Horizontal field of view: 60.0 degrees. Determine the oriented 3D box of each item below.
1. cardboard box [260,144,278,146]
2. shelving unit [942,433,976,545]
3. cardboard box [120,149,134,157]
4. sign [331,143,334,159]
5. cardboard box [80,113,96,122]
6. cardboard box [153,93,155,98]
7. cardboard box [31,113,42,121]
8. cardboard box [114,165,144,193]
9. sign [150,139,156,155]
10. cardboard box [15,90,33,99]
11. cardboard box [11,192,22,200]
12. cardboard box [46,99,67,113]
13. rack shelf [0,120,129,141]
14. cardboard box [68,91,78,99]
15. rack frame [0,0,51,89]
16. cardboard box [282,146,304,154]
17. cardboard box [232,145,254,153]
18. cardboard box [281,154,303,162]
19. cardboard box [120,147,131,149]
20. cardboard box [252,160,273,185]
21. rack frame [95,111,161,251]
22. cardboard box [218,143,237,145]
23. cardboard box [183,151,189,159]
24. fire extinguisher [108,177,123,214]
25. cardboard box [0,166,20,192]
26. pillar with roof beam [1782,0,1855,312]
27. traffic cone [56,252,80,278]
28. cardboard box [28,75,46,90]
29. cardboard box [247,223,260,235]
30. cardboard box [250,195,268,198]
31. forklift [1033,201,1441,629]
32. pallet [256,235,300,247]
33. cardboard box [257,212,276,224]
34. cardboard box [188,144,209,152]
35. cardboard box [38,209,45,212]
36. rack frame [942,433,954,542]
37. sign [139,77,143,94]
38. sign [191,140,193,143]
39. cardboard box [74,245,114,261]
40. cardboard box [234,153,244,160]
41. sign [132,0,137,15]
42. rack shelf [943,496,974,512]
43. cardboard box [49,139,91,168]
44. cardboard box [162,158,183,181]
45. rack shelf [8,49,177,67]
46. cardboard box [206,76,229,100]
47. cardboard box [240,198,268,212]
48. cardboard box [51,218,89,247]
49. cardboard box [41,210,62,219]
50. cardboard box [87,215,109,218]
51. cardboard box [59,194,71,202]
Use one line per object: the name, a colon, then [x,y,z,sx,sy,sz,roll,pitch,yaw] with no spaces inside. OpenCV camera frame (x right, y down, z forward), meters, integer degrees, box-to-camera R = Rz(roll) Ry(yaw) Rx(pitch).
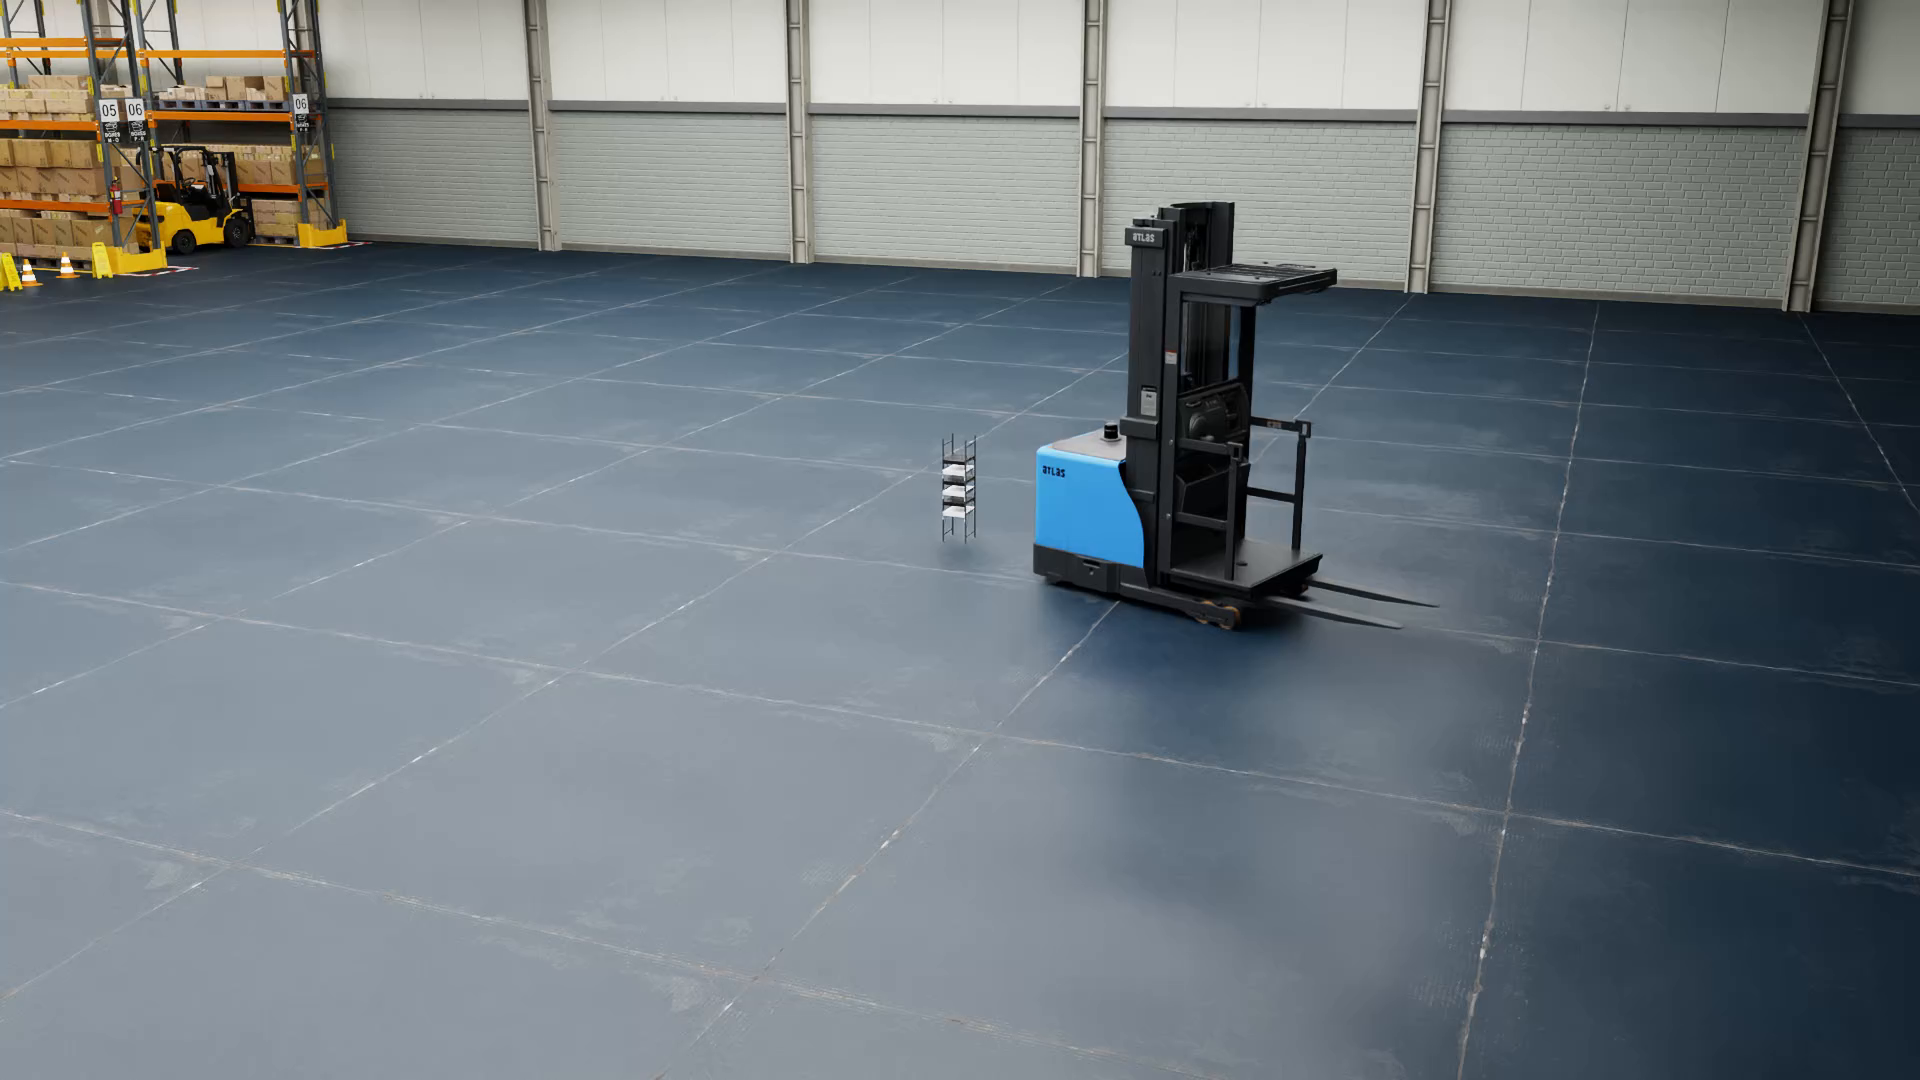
cardboard box: [-15.196,-8.640,36.679,0.250,0.149,0.380,7,18,22]
shelving unit: [-0.008,-0.433,14.051,0.210,0.900,0.258,6,17,21]
cardboard box: [-18.869,-8.739,37.552,0.250,0.149,0.380,6,17,19]
sign: [-13.792,-8.537,36.504,0.005,0.325,0.100,6,17,21]
cardboard box: [-16.253,-7.936,31.199,0.250,0.149,0.380,6,17,21]
cardboard box: [-18.439,-10.056,37.570,0.250,0.149,0.380,6,17,21]
cardboard box: [-17.434,-8.074,31.675,0.250,0.149,0.380,6,17,19]
cardboard box: [-16.157,-6.963,32.066,0.500,0.500,0.500,6,17,20]
sign: [-17.912,-8.725,36.913,0.005,0.325,0.100,6,17,21]
cardboard box: [-17.680,-8.461,31.578,0.250,0.149,0.380,7,18,22]
cardboard box: [-18.178,-6.692,32.294,0.250,0.149,0.380,6,17,21]
cardboard box: [-16.856,-8.201,31.398,0.500,0.250,0.500,6,17,20]
rack shelf: [-17.679,-7.952,32.093,4.000,0.370,1.077,6,17,21]
cardboard box: [-16.467,-8.349,31.193,0.250,0.149,0.380,7,17,22]
rack frame: [-21.443,-11.639,38.125,0.127,3.000,1.000,6,17,21]
cardboard box: [-14.411,-8.424,35.934,0.250,0.149,0.380,6,17,21]
cardboard box: [-15.635,-8.529,36.294,0.250,0.149,0.380,7,17,22]
cardboard box: [-14.426,-8.262,35.910,0.250,0.149,0.380,7,17,21]
cardboard box: [-19.137,-8.944,38.259,0.250,0.149,0.380,6,17,20]
cardboard box: [-15.034,-8.025,36.258,0.500,0.500,0.500,7,18,22]
rack frame: [-15.819,-6.652,31.706,0.127,3.000,1.000,6,17,21]
cardboard box: [-16.355,-8.796,37.215,0.250,0.149,0.380,6,17,20]
cardboard box: [-17.028,-8.562,36.943,0.250,0.149,0.380,6,17,21]
fire extinguisher: [-15.881,-6.484,31.265,0.183,0.674,0.296,6,17,21]
cardboard box: [-18.295,-7.035,32.312,0.500,0.500,0.500,6,17,20]
pillar with roof beam: [12.010,-6.940,21.939,0.400,9.000,9.100,6,17,21]
traffic cone: [-16.692,-5.143,31.059,0.334,0.463,0.336,6,17,21]
cardboard box: [-20.858,-10.359,37.984,0.500,0.500,0.500,6,17,21]
cardboard box: [-15.475,-6.894,36.718,0.500,0.250,0.500,6,17,21]
cardboard box: [-15.780,-7.558,37.211,0.500,0.250,0.500,6,17,20]
forklift: [2.034,-0.932,12.125,3.031,2.935,1.130,13,21,38]
pallet: [-14.728,-6.668,36.763,1.213,0.211,1.003,6,17,21]
cardboard box: [-15.031,-7.084,36.476,0.500,0.250,0.500,6,17,20]
cardboard box: [-16.815,-8.662,36.753,0.250,0.149,0.380,7,17,22]
cardboard box: [-21.915,-7.747,39.208,0.500,0.500,0.500,7,18,22]
rack frame: [-0.102,-0.443,14.087,0.006,0.900,0.240,6,17,21]
sign: [-15.620,-8.653,31.651,0.005,0.325,0.100,6,17,21]
sign: [-17.520,-8.947,37.916,0.005,0.325,0.100,6,17,21]
cardboard box: [-16.692,-5.548,32.084,0.500,0.250,0.500,6,17,20]
cardboard box: [-15.628,-8.387,36.340,0.250,0.149,0.380,6,17,21]
sign: [-17.910,-11.575,36.085,0.005,0.325,0.100,6,17,21]
rack shelf: [-0.008,-0.315,14.085,0.200,0.077,0.258,6,17,21]
cardboard box: [-16.842,-7.372,31.682,0.500,0.500,0.700,6,17,21]
cardboard box: [-17.405,-8.284,37.148,0.500,0.500,0.500,6,17,19]
rack shelf: [-19.582,-10.897,37.576,4.000,0.370,1.077,6,17,21]
cardboard box: [-15.948,-9.862,36.266,0.637,0.503,0.797,7,18,22]
cardboard box: [-15.494,-7.367,36.555,0.500,0.250,0.500,7,17,21]
cardboard box: [-17.146,-5.960,32.157,0.500,0.500,0.500,7,18,23]
cardboard box: [-17.503,-6.293,32.141,0.250,0.149,0.380,7,18,23]
cardboard box: [-16.978,-6.102,32.646,0.500,0.500,0.500,6,17,19]
cardboard box: [-17.003,-6.561,31.846,0.250,0.149,0.380,7,17,22]
